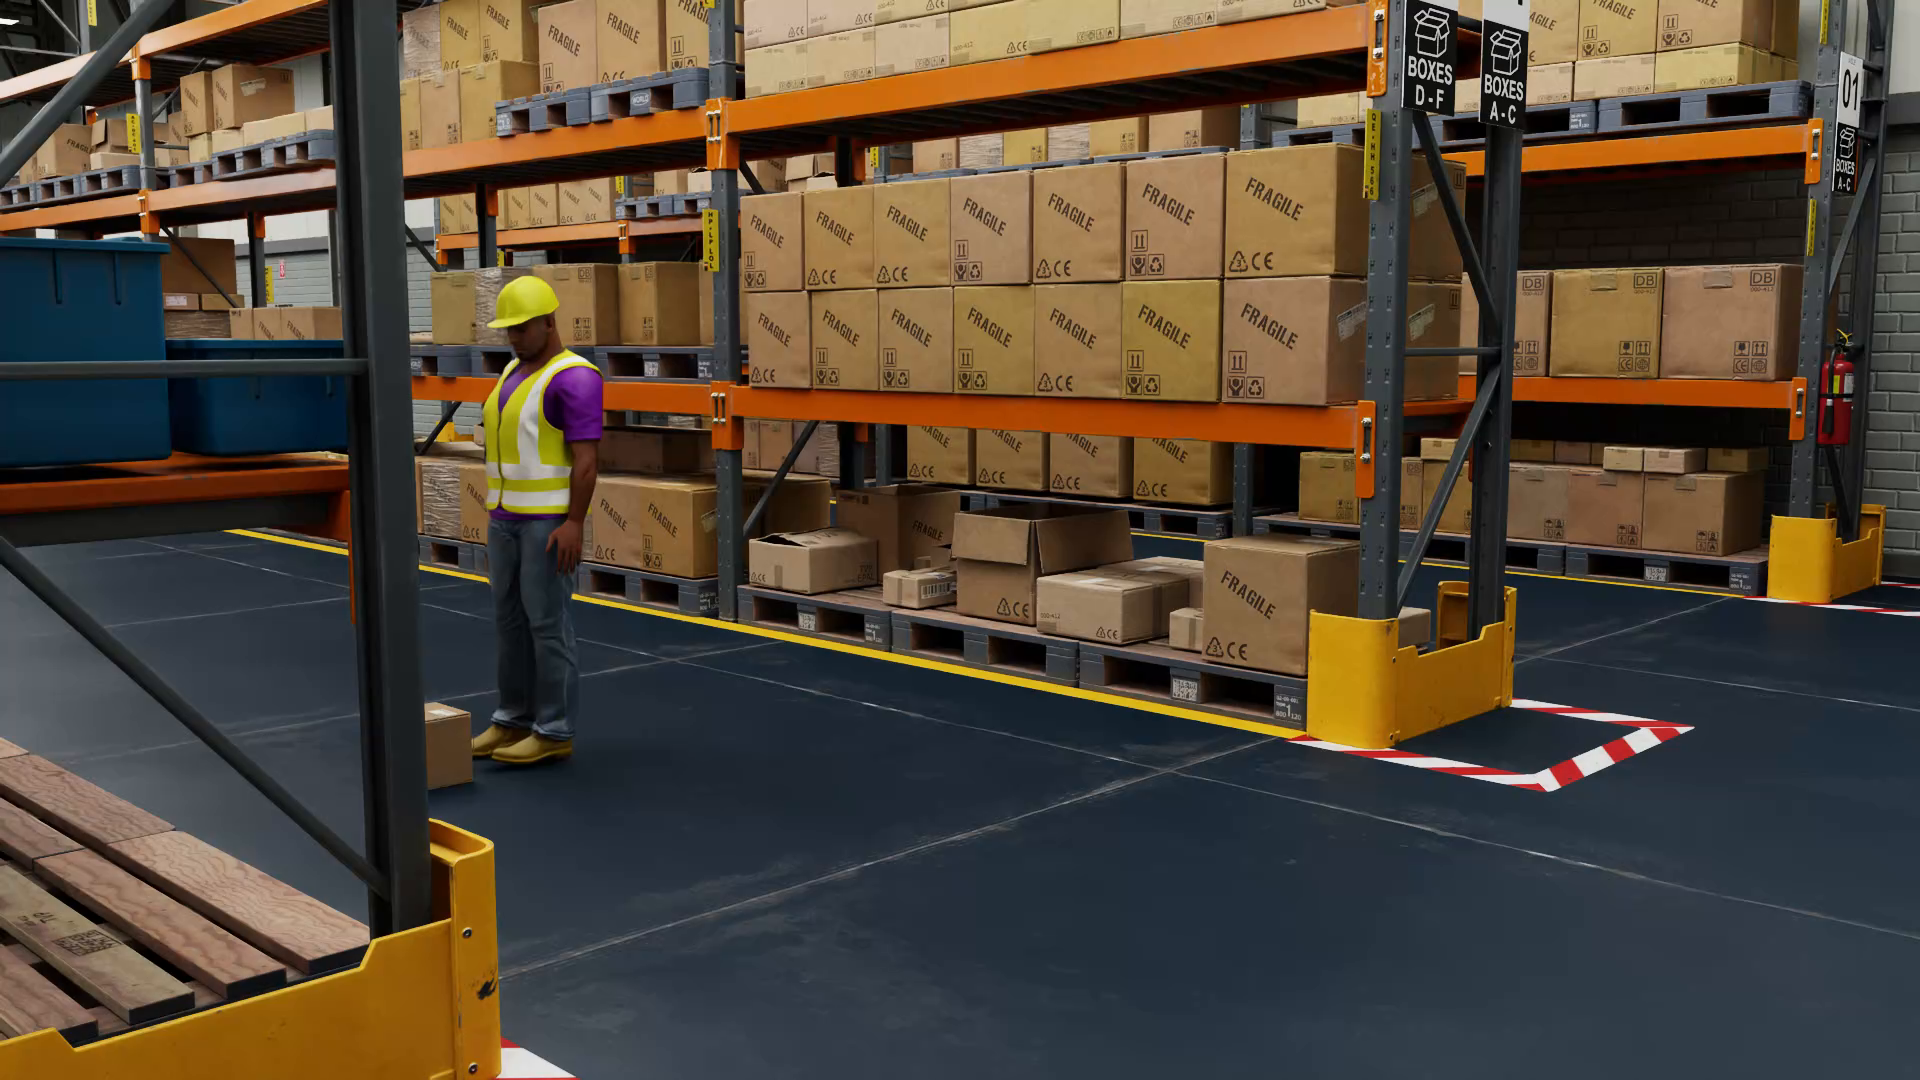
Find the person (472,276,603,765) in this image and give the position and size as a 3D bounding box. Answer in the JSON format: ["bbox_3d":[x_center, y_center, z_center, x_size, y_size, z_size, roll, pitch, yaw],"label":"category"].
[{"bbox_3d":[-1.589,-0.072,6.112,0.580,1.776,0.450,7,10,43],"label":"person"}]
